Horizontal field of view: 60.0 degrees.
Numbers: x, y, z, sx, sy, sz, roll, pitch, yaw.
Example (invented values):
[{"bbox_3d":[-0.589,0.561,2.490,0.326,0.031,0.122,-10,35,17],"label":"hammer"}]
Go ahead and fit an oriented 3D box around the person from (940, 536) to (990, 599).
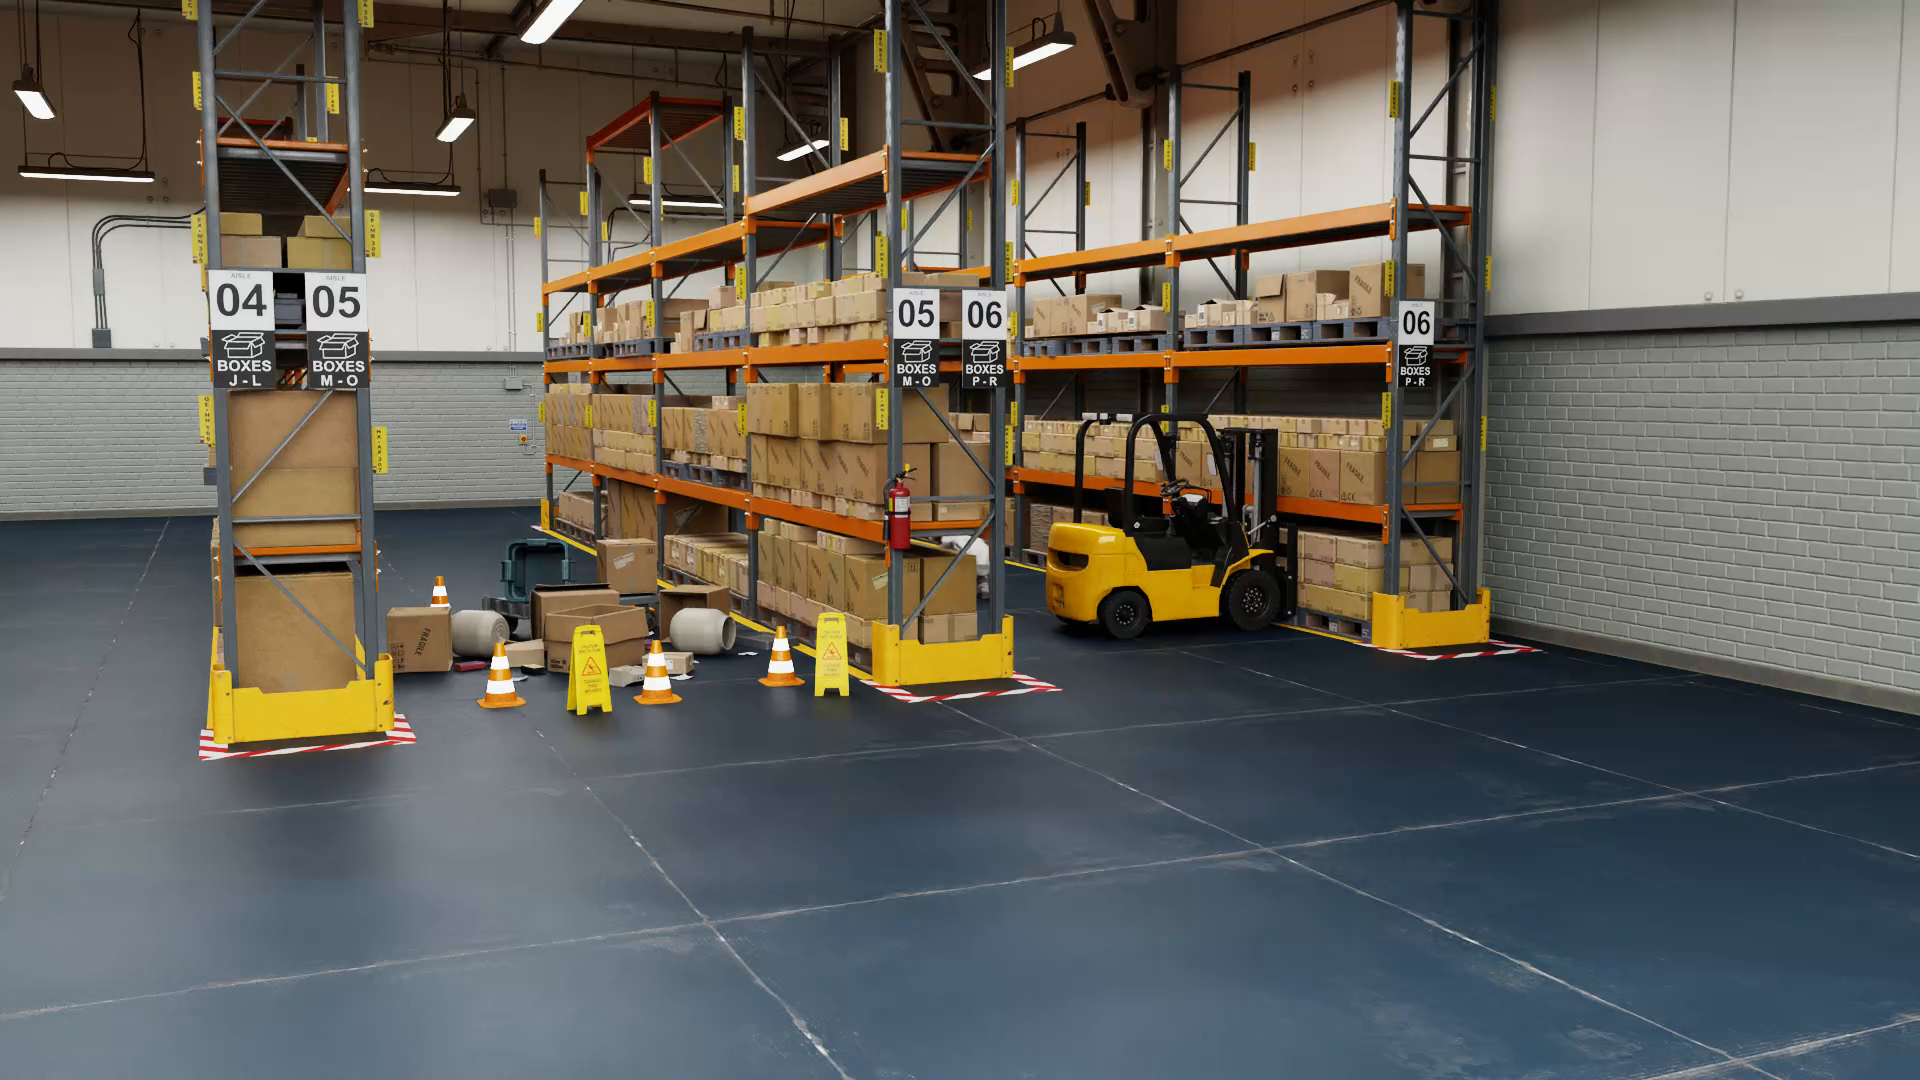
[{"bbox_3d":[0.057,0.289,19.121,0.556,0.878,0.908,-2,6,-24],"label":"person"}]
